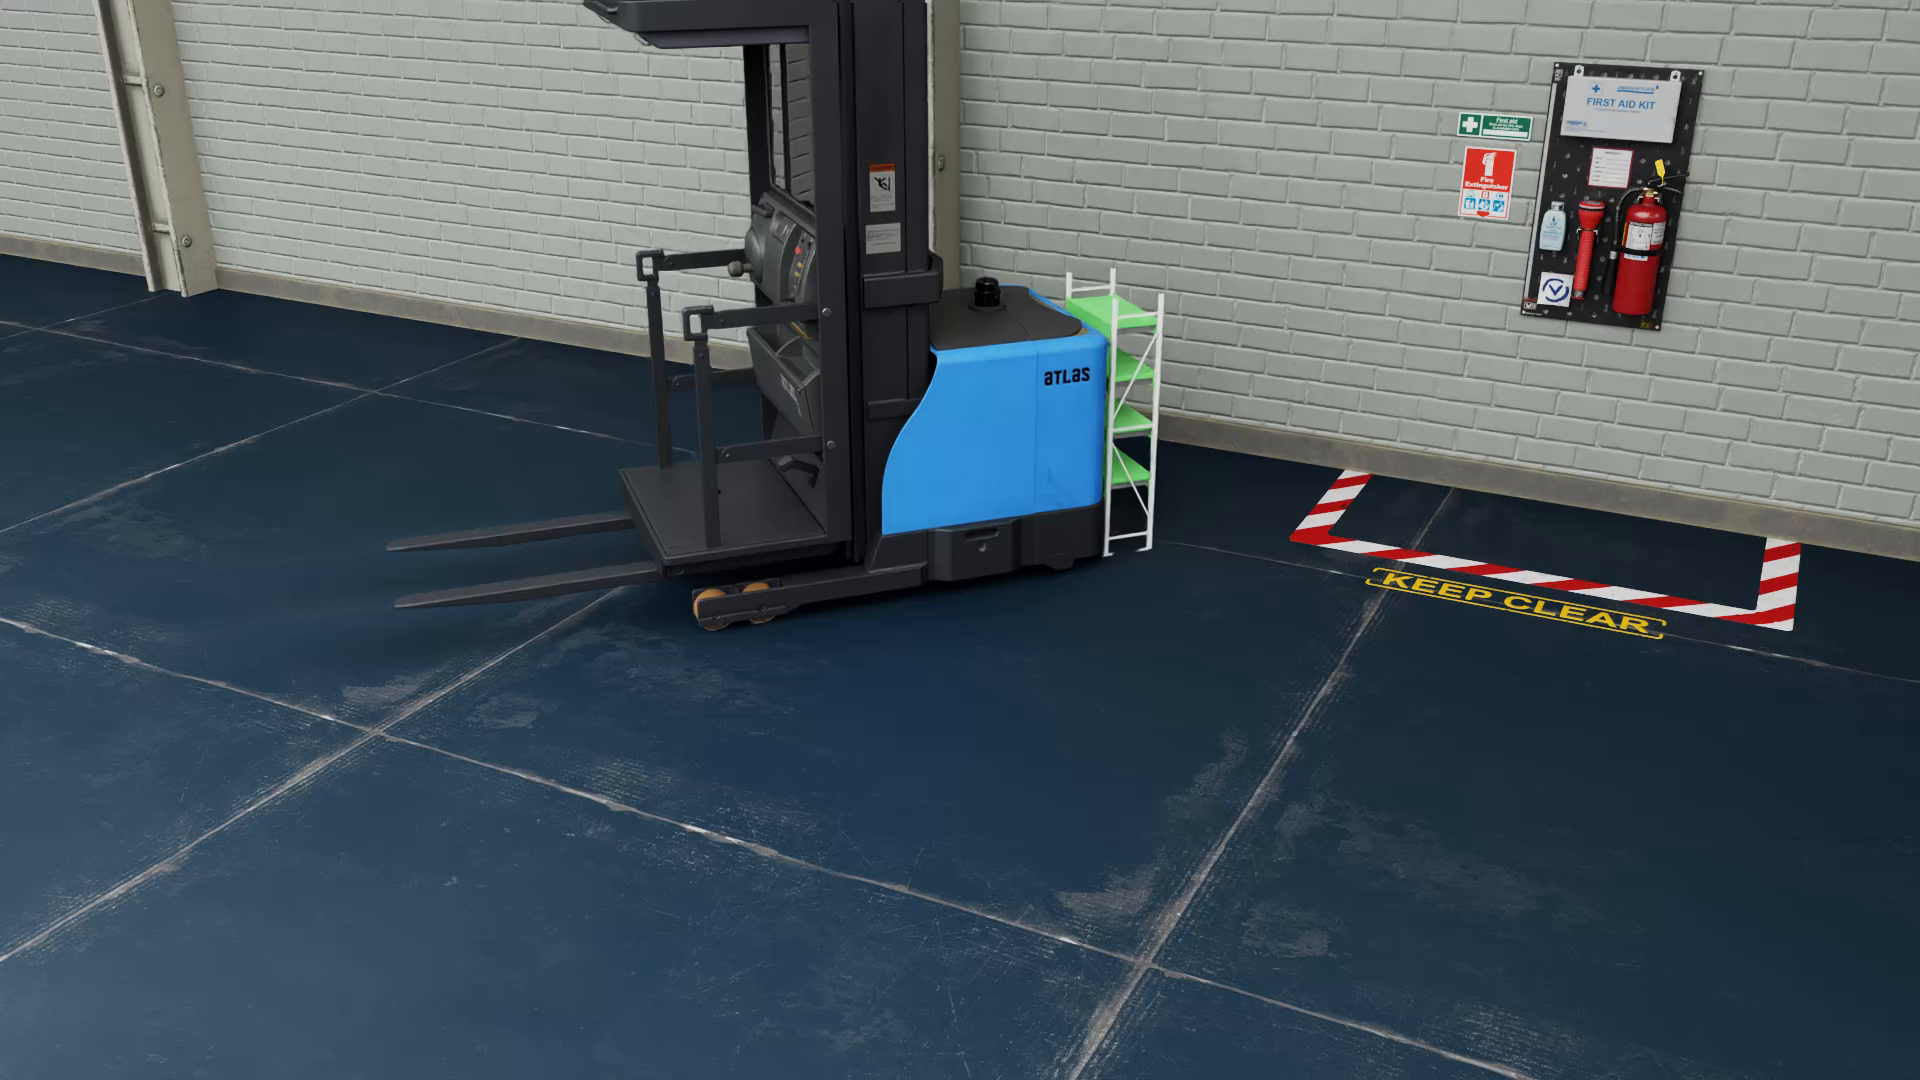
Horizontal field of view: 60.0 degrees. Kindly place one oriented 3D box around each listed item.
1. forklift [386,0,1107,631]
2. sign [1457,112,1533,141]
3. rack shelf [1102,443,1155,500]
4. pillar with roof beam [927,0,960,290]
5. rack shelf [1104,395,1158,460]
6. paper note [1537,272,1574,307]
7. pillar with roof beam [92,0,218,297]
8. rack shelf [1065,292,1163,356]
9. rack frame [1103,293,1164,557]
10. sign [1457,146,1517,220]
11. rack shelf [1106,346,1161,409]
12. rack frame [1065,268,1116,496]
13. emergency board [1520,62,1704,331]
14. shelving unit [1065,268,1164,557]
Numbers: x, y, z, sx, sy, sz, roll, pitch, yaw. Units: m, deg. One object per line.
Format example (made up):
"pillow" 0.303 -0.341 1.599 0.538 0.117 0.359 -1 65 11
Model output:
"forklift" -0.928 -1.208 6.846 3.031 2.935 1.130 -8 24 -19
"sign" 2.475 -1.916 7.699 0.331 0.109 0.001 11 25 25
"rack shelf" 0.681 -0.306 7.712 0.258 0.148 0.480 -8 24 -19
"pillar with roof beam" -2.187 -3.393 4.229 0.400 9.000 9.100 11 25 25
"rack shelf" 0.682 -0.527 7.618 0.258 0.148 0.480 -8 24 -19
"paper note" 2.795 -1.176 7.808 0.142 0.148 0.016 11 25 25
"pillar with roof beam" -7.542 -4.452 6.721 0.400 9.000 9.100 11 25 25
"rack shelf" 0.682 -0.968 7.430 0.258 0.148 0.480 -8 24 -19
"rack frame" 0.767 -0.496 7.382 0.240 1.200 0.015 -8 24 -19
"sign" 2.475 -1.676 7.812 0.234 0.329 0.001 11 25 25
"rack shelf" 0.682 -0.747 7.524 0.258 0.148 0.480 -8 24 -19
"rack frame" 0.597 -0.675 7.803 0.240 1.200 0.015 -8 24 -19
"emergency board" 2.922 -1.526 7.505 0.643 1.169 0.194 11 25 25
"shelving unit" 0.682 -0.585 7.593 0.258 1.200 0.503 -8 24 -19
